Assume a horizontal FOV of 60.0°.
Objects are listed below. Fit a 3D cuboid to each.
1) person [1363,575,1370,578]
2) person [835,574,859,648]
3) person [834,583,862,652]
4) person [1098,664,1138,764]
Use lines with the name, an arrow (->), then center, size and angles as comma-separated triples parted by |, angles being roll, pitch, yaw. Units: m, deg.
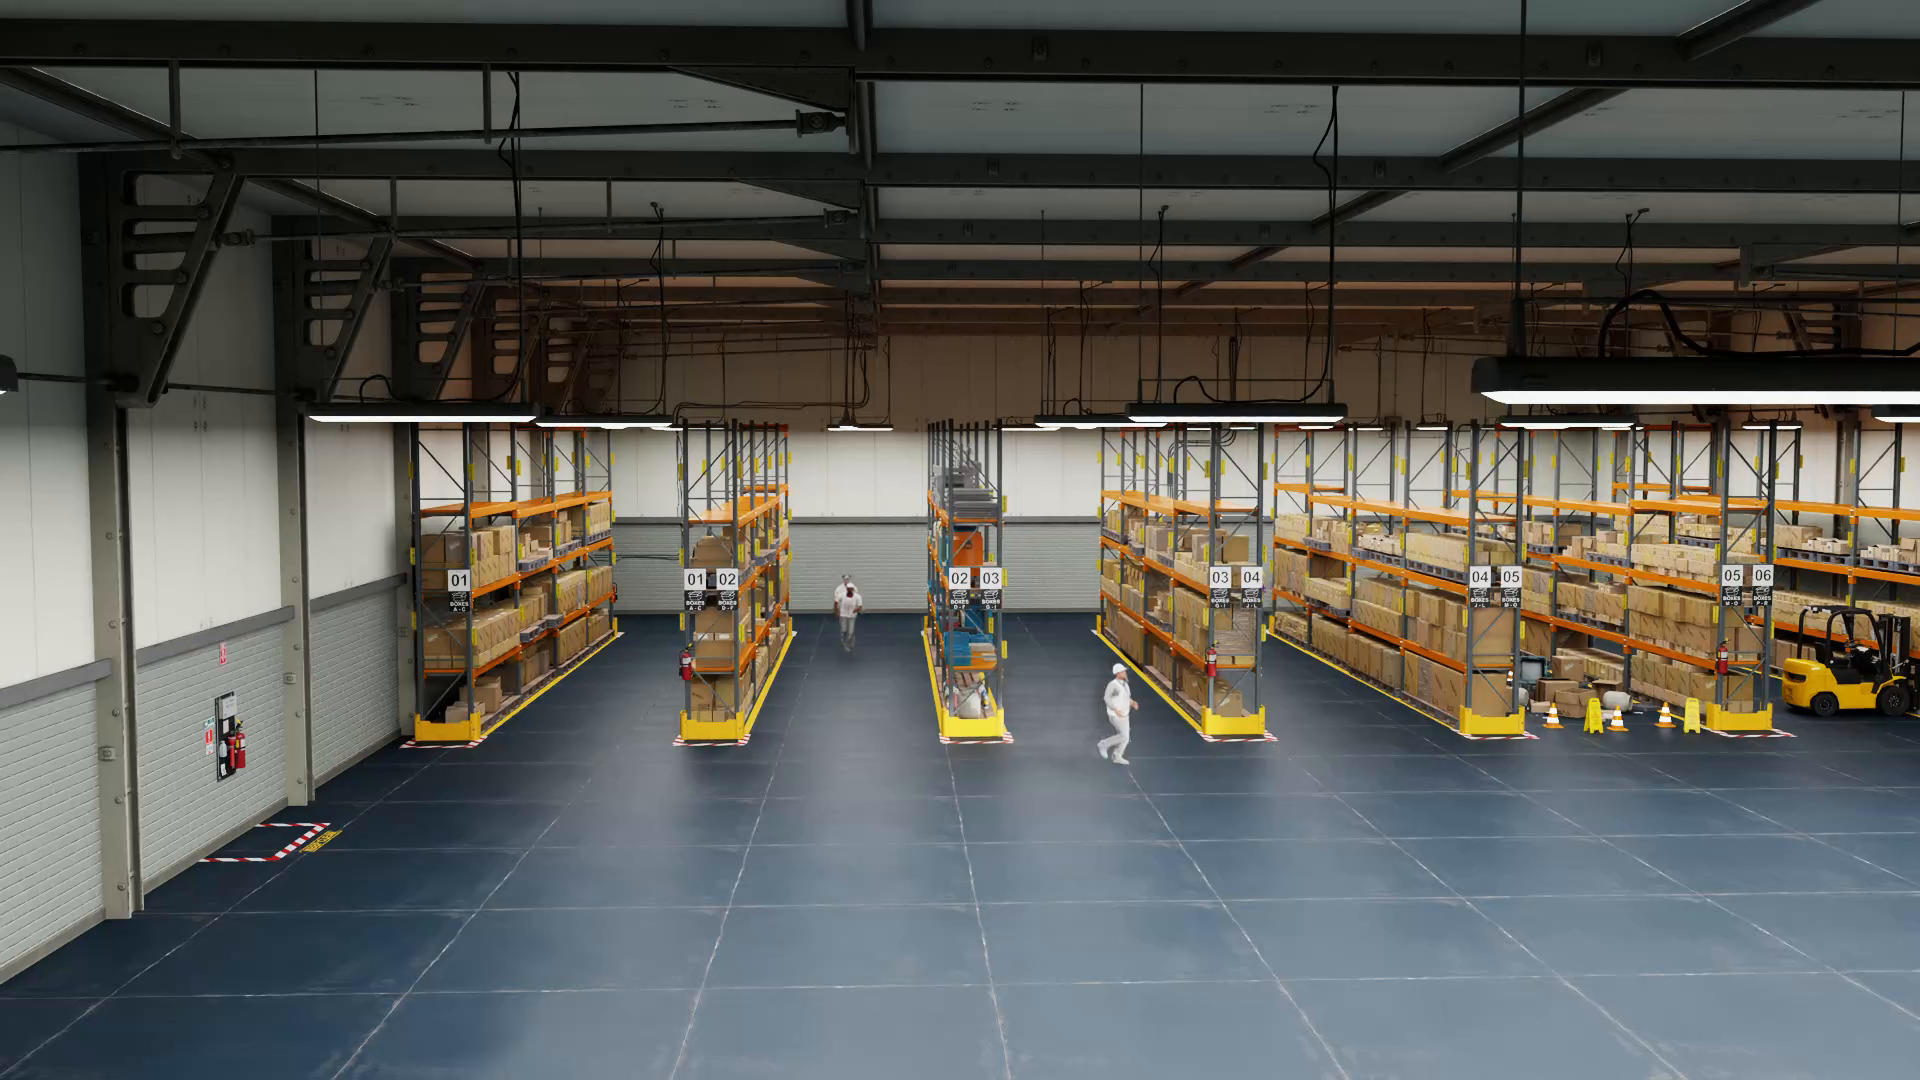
person -> 12.008, 1.802, 49.150 | 0.670, 1.557, 0.565 | 0, 4, 2
person -> -2.909, 1.817, 42.957 | 0.637, 1.889, 0.760 | -1, 4, -8
person -> -2.784, 1.924, 41.471 | 0.700, 1.730, 0.636 | 0, 4, -5
person -> 2.757, 3.012, 28.881 | 0.627, 1.746, 0.656 | 2, 4, 29
